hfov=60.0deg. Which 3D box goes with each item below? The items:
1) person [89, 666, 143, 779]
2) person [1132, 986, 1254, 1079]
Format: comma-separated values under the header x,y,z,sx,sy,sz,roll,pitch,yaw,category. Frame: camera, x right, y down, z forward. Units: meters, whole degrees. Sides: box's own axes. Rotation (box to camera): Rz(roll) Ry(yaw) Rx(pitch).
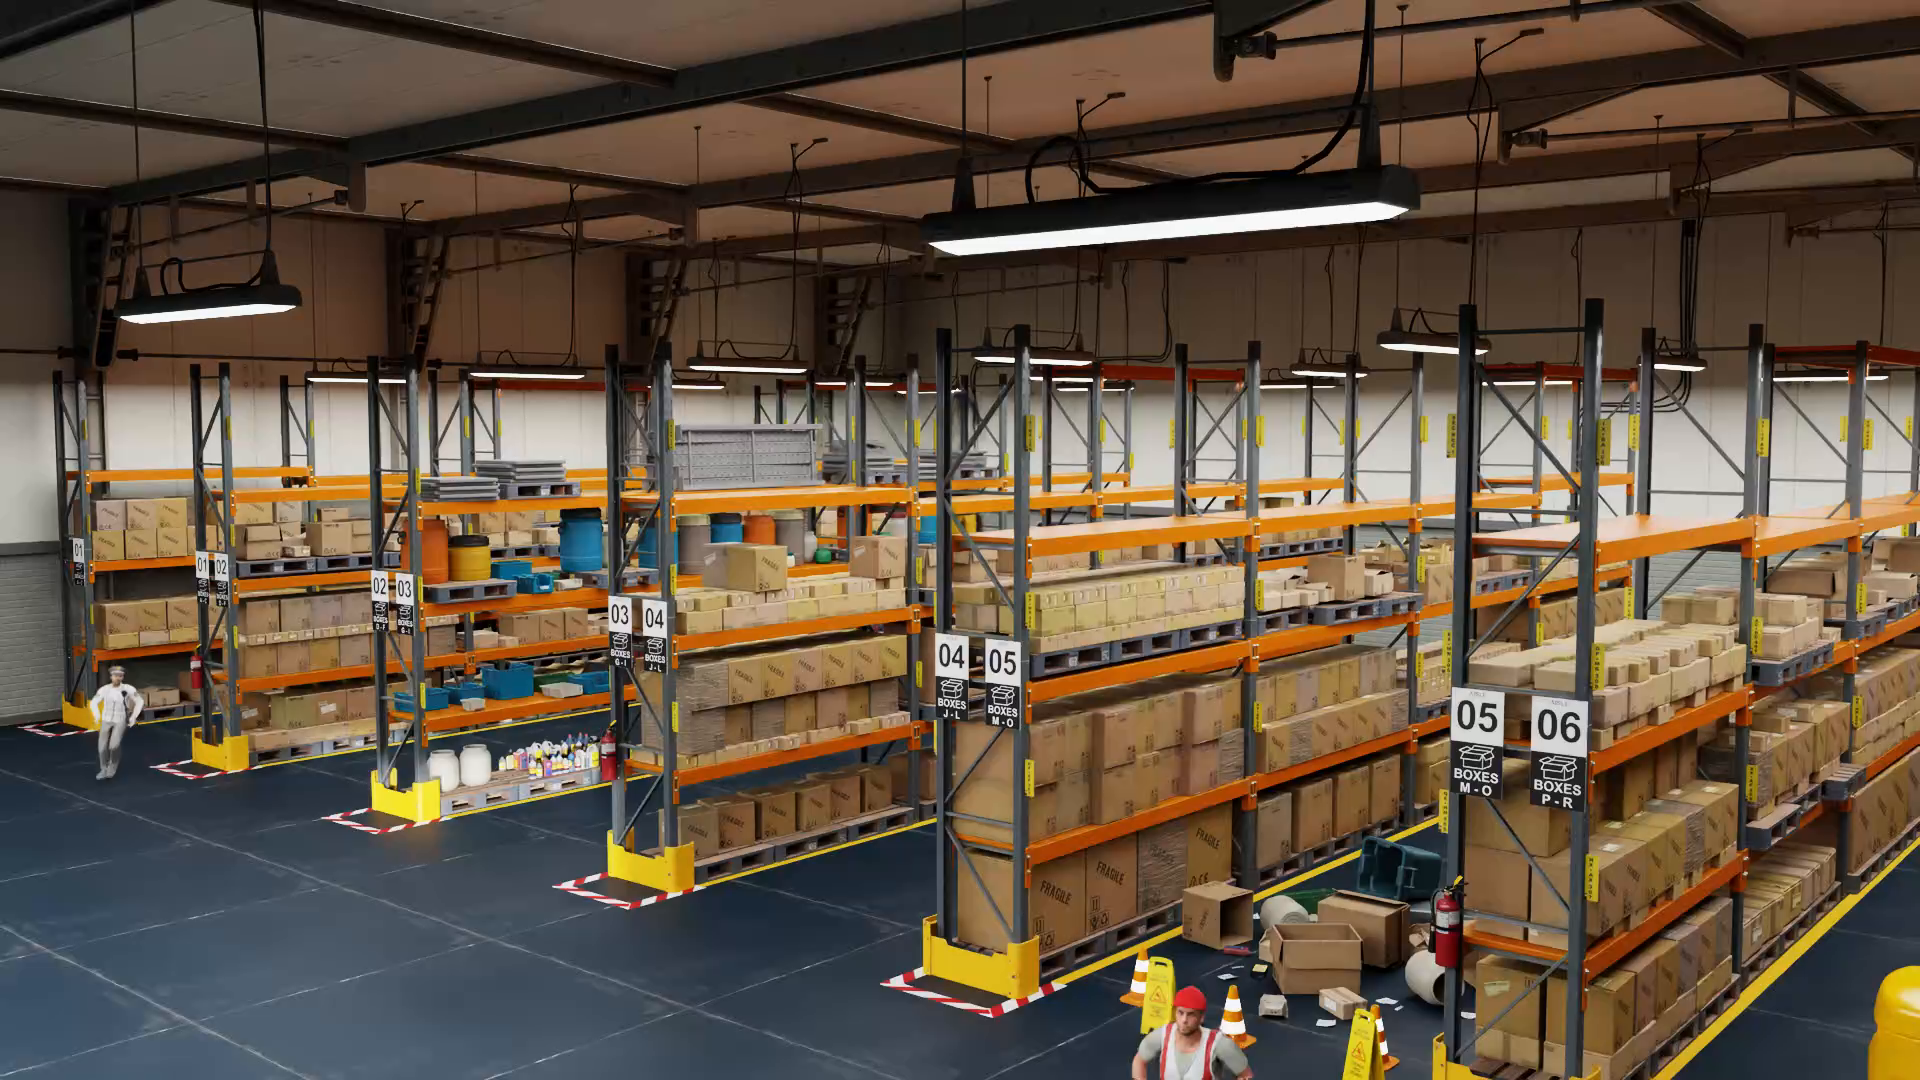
x,y,z,sx,sy,sz,roll,pitch,yaw,category
-12.136,2.620,23.888,0.673,1.639,0.562,-1,4,-14,person
1.342,3.573,10.163,0.885,1.778,0.732,2,4,20,person
